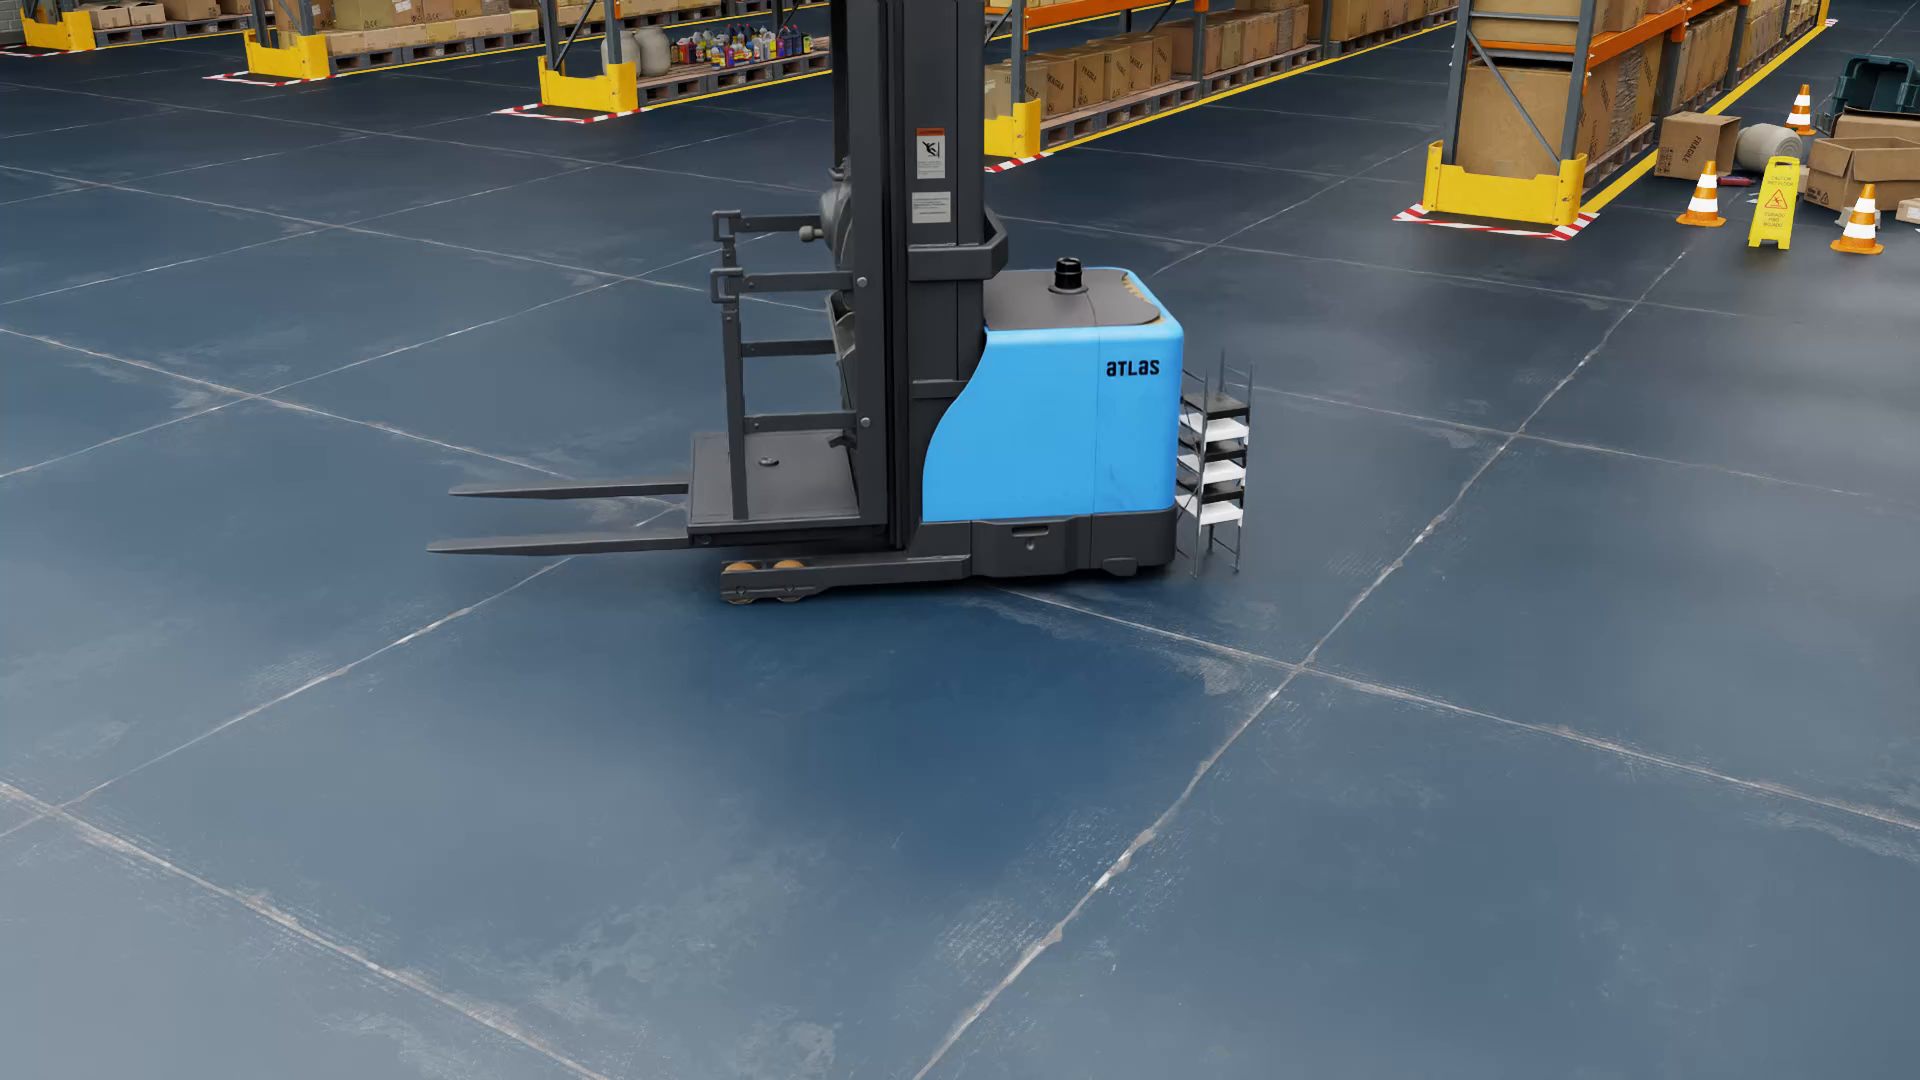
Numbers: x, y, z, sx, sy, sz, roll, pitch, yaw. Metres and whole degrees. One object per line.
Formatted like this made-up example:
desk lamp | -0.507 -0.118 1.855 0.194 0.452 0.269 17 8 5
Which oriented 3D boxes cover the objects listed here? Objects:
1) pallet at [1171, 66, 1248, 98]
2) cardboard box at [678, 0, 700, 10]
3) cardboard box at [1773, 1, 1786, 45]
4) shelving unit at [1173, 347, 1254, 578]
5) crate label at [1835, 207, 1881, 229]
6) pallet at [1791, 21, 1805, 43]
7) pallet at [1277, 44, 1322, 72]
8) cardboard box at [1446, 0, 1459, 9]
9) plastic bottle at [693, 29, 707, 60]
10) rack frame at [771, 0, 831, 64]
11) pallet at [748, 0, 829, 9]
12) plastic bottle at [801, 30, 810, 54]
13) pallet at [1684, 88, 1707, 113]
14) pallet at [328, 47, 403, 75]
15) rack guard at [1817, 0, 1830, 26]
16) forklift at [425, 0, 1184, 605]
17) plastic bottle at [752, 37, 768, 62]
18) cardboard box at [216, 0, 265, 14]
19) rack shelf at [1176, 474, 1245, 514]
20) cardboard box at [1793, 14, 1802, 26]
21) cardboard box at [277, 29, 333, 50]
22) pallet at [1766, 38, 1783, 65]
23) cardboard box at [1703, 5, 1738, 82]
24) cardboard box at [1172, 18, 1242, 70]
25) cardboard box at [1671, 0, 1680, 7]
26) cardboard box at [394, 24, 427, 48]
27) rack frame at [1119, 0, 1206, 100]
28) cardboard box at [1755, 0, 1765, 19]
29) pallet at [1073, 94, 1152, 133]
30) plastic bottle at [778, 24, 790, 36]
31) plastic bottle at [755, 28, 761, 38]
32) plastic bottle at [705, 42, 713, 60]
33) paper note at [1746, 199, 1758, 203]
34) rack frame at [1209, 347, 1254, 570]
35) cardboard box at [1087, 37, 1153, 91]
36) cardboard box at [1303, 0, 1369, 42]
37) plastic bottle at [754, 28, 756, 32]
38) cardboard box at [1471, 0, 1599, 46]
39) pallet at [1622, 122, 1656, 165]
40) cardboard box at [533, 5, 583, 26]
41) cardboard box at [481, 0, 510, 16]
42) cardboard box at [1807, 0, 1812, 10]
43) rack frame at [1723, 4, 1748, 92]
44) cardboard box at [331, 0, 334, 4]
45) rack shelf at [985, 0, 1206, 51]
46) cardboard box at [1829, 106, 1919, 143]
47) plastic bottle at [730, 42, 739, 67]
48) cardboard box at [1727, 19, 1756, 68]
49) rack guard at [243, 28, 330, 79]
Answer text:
pallet | 2.668 -5.394 19.445 1.003 0.211 1.213 14 27 29
cardboard box | -4.385 -8.366 25.731 0.500 0.250 0.500 14 27 28
cardboard box | 10.463 -6.780 21.755 0.500 0.500 0.500 13 27 28
shelving unit | 1.025 -0.316 6.847 0.210 0.900 0.258 -9 25 -21
crate label | 6.938 -2.482 12.811 0.250 0.136 0.298 1 23 2
pallet | 11.606 -7.405 24.090 1.003 0.211 1.213 14 27 29
pallet | 3.955 -6.218 21.347 1.003 0.211 1.213 14 27 29
cardboard box | 7.369 -8.838 26.037 0.875 0.875 0.875 14 27 29
plastic bottle | -3.150 -5.980 20.068 0.144 0.351 0.185 15 28 31
rack frame | -1.949 -7.449 20.681 1.000 3.000 0.127 14 27 29
pallet | -2.975 -9.213 28.265 1.003 0.211 1.213 14 27 29
plastic bottle | -1.923 -6.173 20.598 0.061 0.283 0.133 15 28 32
pallet | 7.405 -4.747 17.950 1.003 0.211 1.213 14 27 29
pallet | -7.898 -6.125 21.133 1.003 0.211 1.213 14 27 29
rack guard | 12.709 -8.215 25.597 1.175 0.500 0.348 14 27 29
forklift | -0.663 -1.309 6.583 3.031 2.935 1.130 -3 24 -7
plastic bottle | -2.405 -5.895 19.967 0.152 0.276 0.135 14 27 30
cardboard box | -10.879 -8.221 25.057 0.500 0.500 0.500 12 26 25
rack shelf | 1.025 -0.203 6.896 0.200 0.077 0.258 -9 25 -21
cardboard box | 11.754 -7.424 23.683 0.380 0.149 0.250 13 27 28
cardboard box | -8.234 -6.312 20.987 0.500 0.250 0.500 14 27 29
pallet | 10.229 -6.495 21.987 1.003 0.211 1.213 14 27 29
cardboard box | 8.131 -5.661 18.854 1.050 0.750 0.750 13 27 28
cardboard box | 2.868 -5.825 19.523 0.700 0.500 0.500 14 27 29
cardboard box | 6.235 -5.279 15.480 0.875 0.550 0.550 14 27 29
cardboard box | -7.269 -6.542 21.517 0.500 0.250 0.500 14 27 29
rack frame | 2.258 -6.411 18.283 1.000 3.000 0.127 14 27 29
cardboard box | 9.366 -6.430 20.002 0.500 0.250 0.500 13 27 28
pallet | 1.292 -4.484 17.342 1.003 0.211 1.213 14 27 29
plastic bottle | -2.167 -6.188 20.548 0.144 0.351 0.185 14 27 29
plastic bottle | -2.546 -6.252 20.780 0.061 0.283 0.133 14 27 29
plastic bottle | -3.024 -5.901 20.073 0.097 0.201 0.097 0 23 0
paper note | 6.557 -2.783 13.643 0.142 0.017 0.144 -17 29 -35
rack frame | 1.119 -0.331 6.883 0.006 0.900 0.240 -9 25 -21
cardboard box | 1.718 -5.135 17.954 0.500 0.500 0.500 -18 29 -36
cardboard box | 4.750 -7.207 22.268 1.225 0.875 0.875 12 26 27
plastic bottle | -2.637 -6.270 20.833 0.152 0.276 0.135 15 28 31
cardboard box | 4.466 -4.191 12.966 0.875 0.550 0.550 14 27 29
pallet | 5.951 -3.817 15.802 1.003 0.211 1.213 14 27 29
cardboard box | -5.732 -7.503 23.739 0.500 0.250 0.500 13 27 28
cardboard box | -6.488 -7.395 22.544 0.500 0.500 0.500 14 27 29
cardboard box | 12.178 -7.817 24.217 0.380 0.149 0.250 14 27 30
rack frame | 8.529 -6.687 18.922 1.000 3.000 0.127 14 27 29
cardboard box | -9.992 -8.832 26.468 0.700 0.500 0.500 15 28 31
rack shelf | 1.203 -5.406 16.867 1.077 0.370 4.000 14 27 29
cardboard box | 7.830 -3.342 14.165 0.797 0.637 0.503 14 27 29
plastic bottle | -2.657 -5.711 19.547 0.097 0.271 0.097 0 23 0
cardboard box | 9.119 -5.918 19.763 0.500 0.500 0.500 13 26 27
rack guard | -8.278 -5.983 20.441 1.175 0.500 0.348 14 27 29
